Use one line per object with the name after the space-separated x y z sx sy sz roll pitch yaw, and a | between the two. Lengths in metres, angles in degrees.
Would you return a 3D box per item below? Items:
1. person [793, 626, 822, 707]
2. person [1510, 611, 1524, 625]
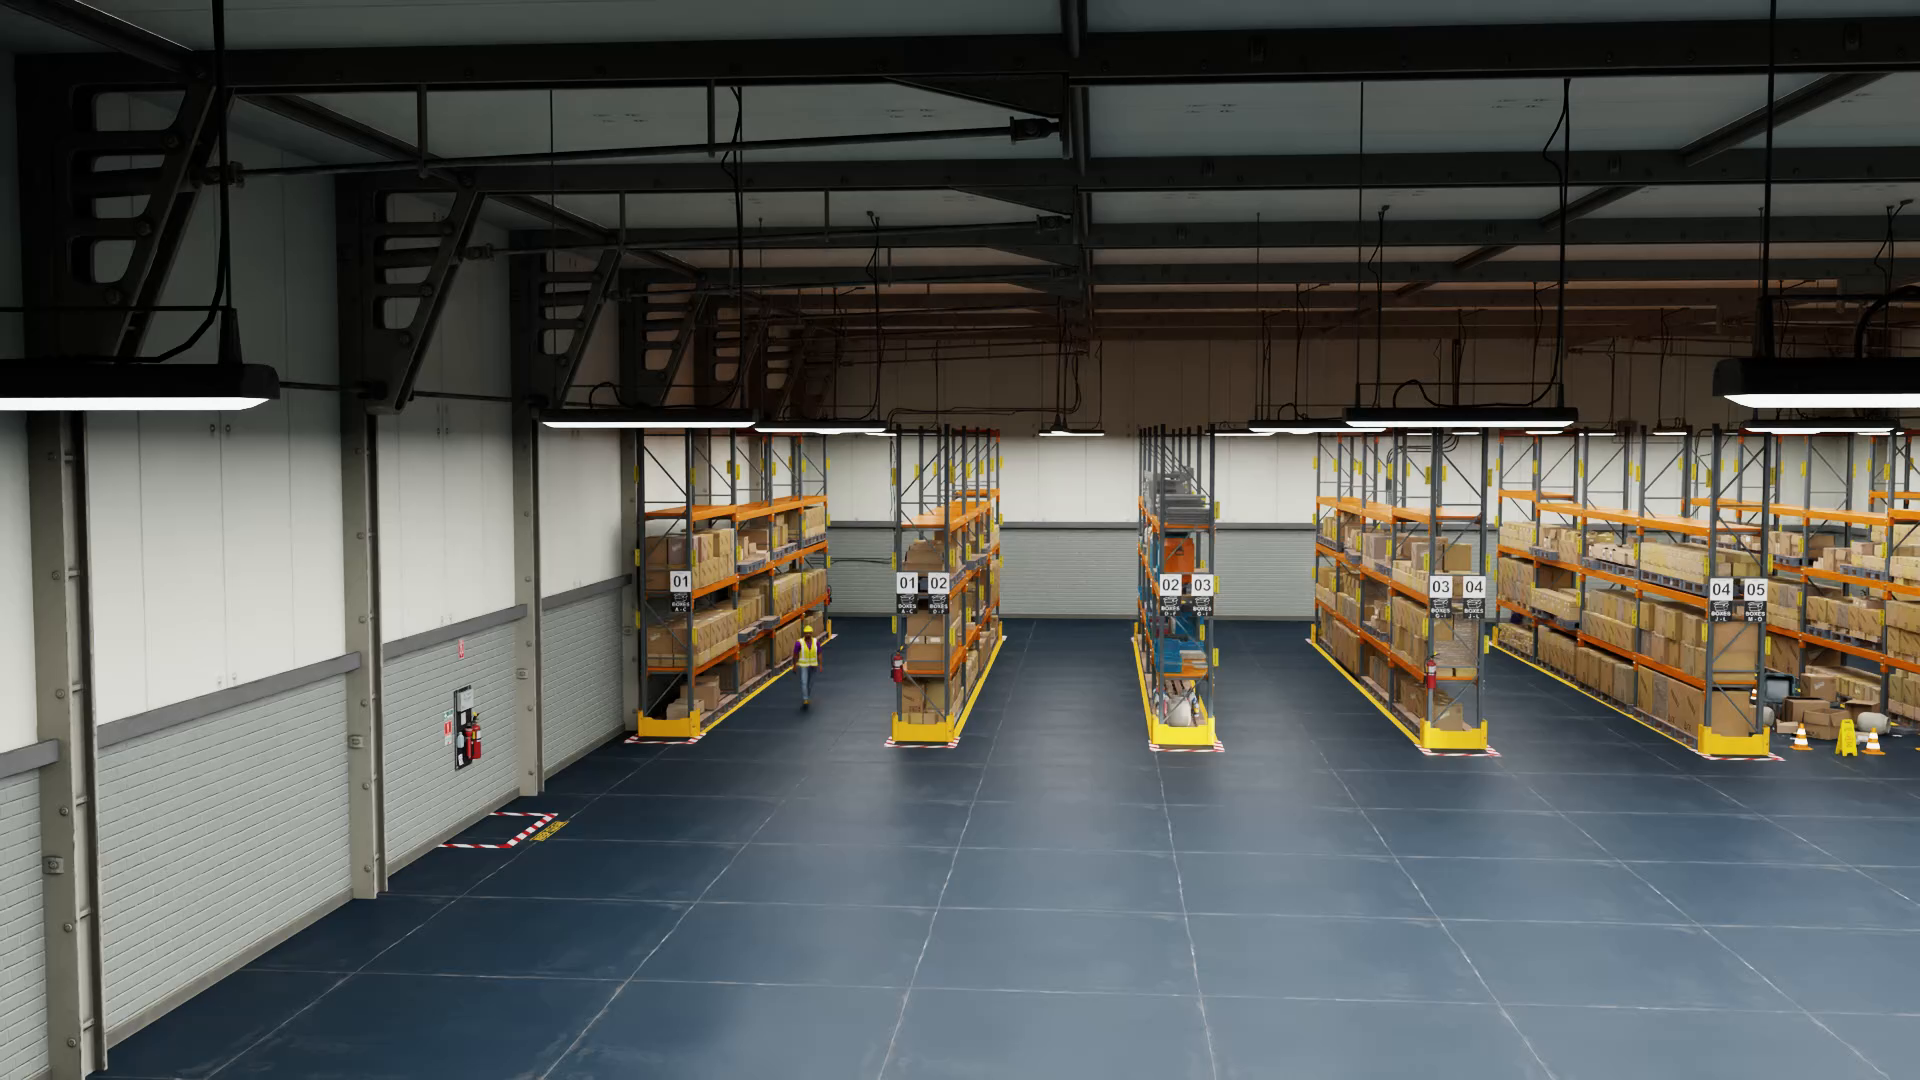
-3.214 2.682 35.455 0.590 1.699 1.082 -2 4 -25 | person
15.903 2.028 47.230 0.820 1.615 0.469 1 4 14 | person
